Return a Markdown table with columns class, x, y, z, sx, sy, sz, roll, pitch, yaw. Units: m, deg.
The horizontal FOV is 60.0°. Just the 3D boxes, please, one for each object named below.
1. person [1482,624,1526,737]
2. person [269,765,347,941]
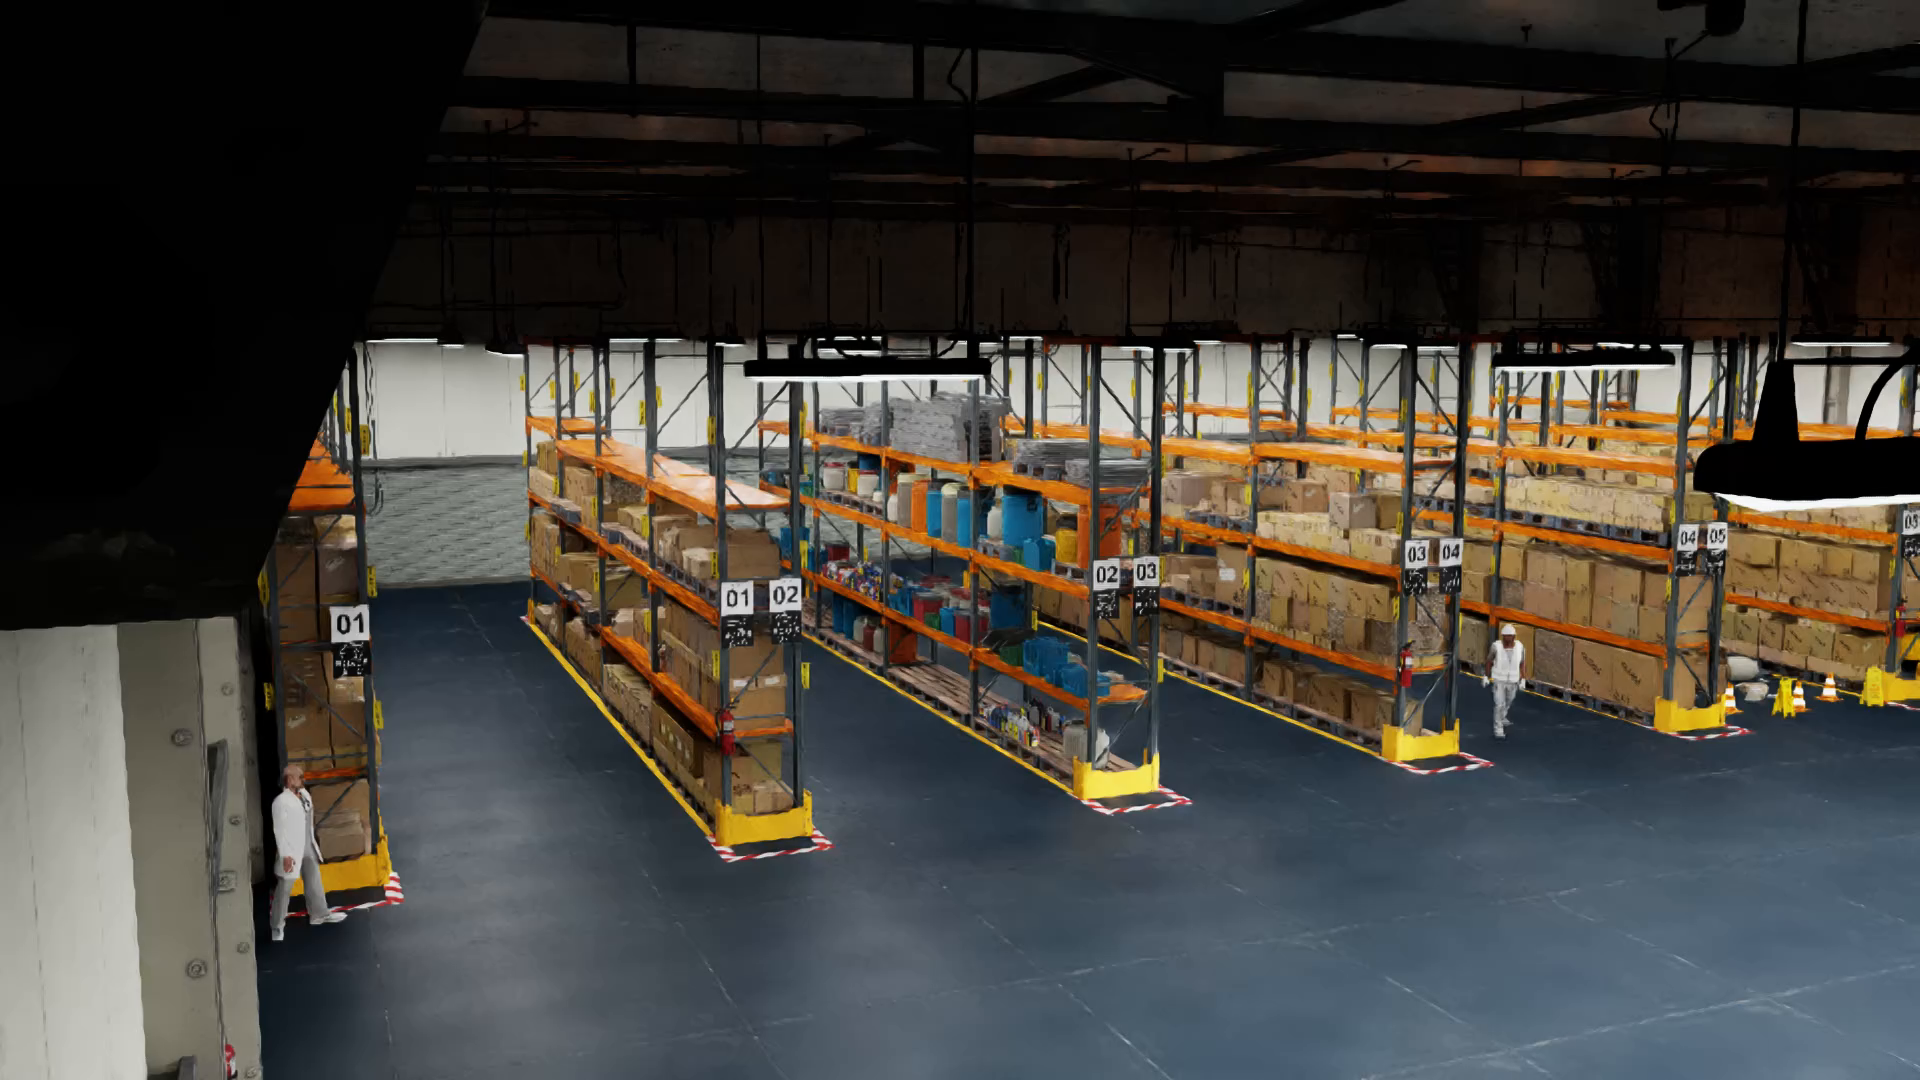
| class | x | y | z | sx | sy | sz | roll | pitch | yaw |
| --- | --- | --- | --- | --- | --- | --- | --- | --- | --- |
| person | 8.319 | 2.114 | 25.386 | 0.607 | 1.731 | 0.984 | 0 | 8 | -2 |
| person | -6.804 | 3.170 | 17.113 | 0.582 | 1.770 | 0.749 | 2 | 8 | 12 |
